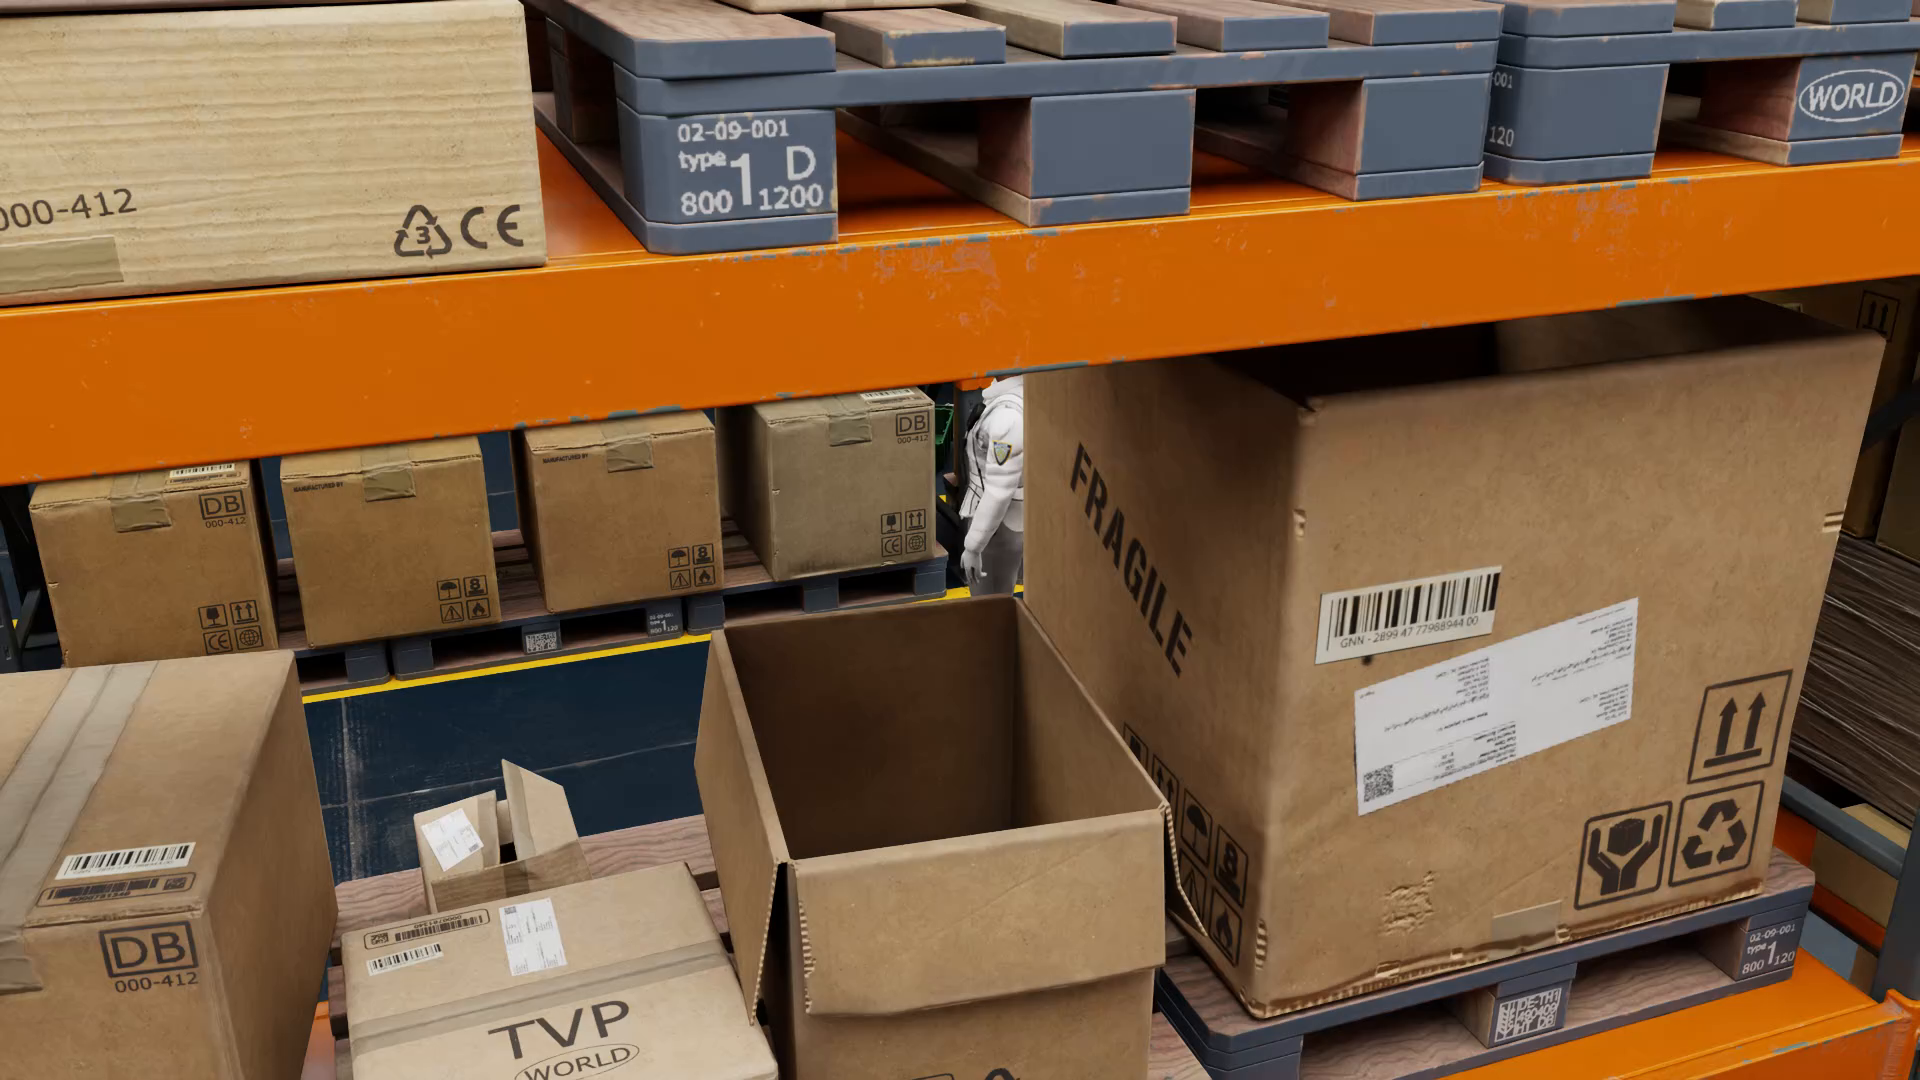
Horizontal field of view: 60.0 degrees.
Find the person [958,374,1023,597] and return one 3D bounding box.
[{"bbox_3d":[0.081,-0.065,6.182,0.534,1.697,0.588,5,23,11],"label":"person"}]
